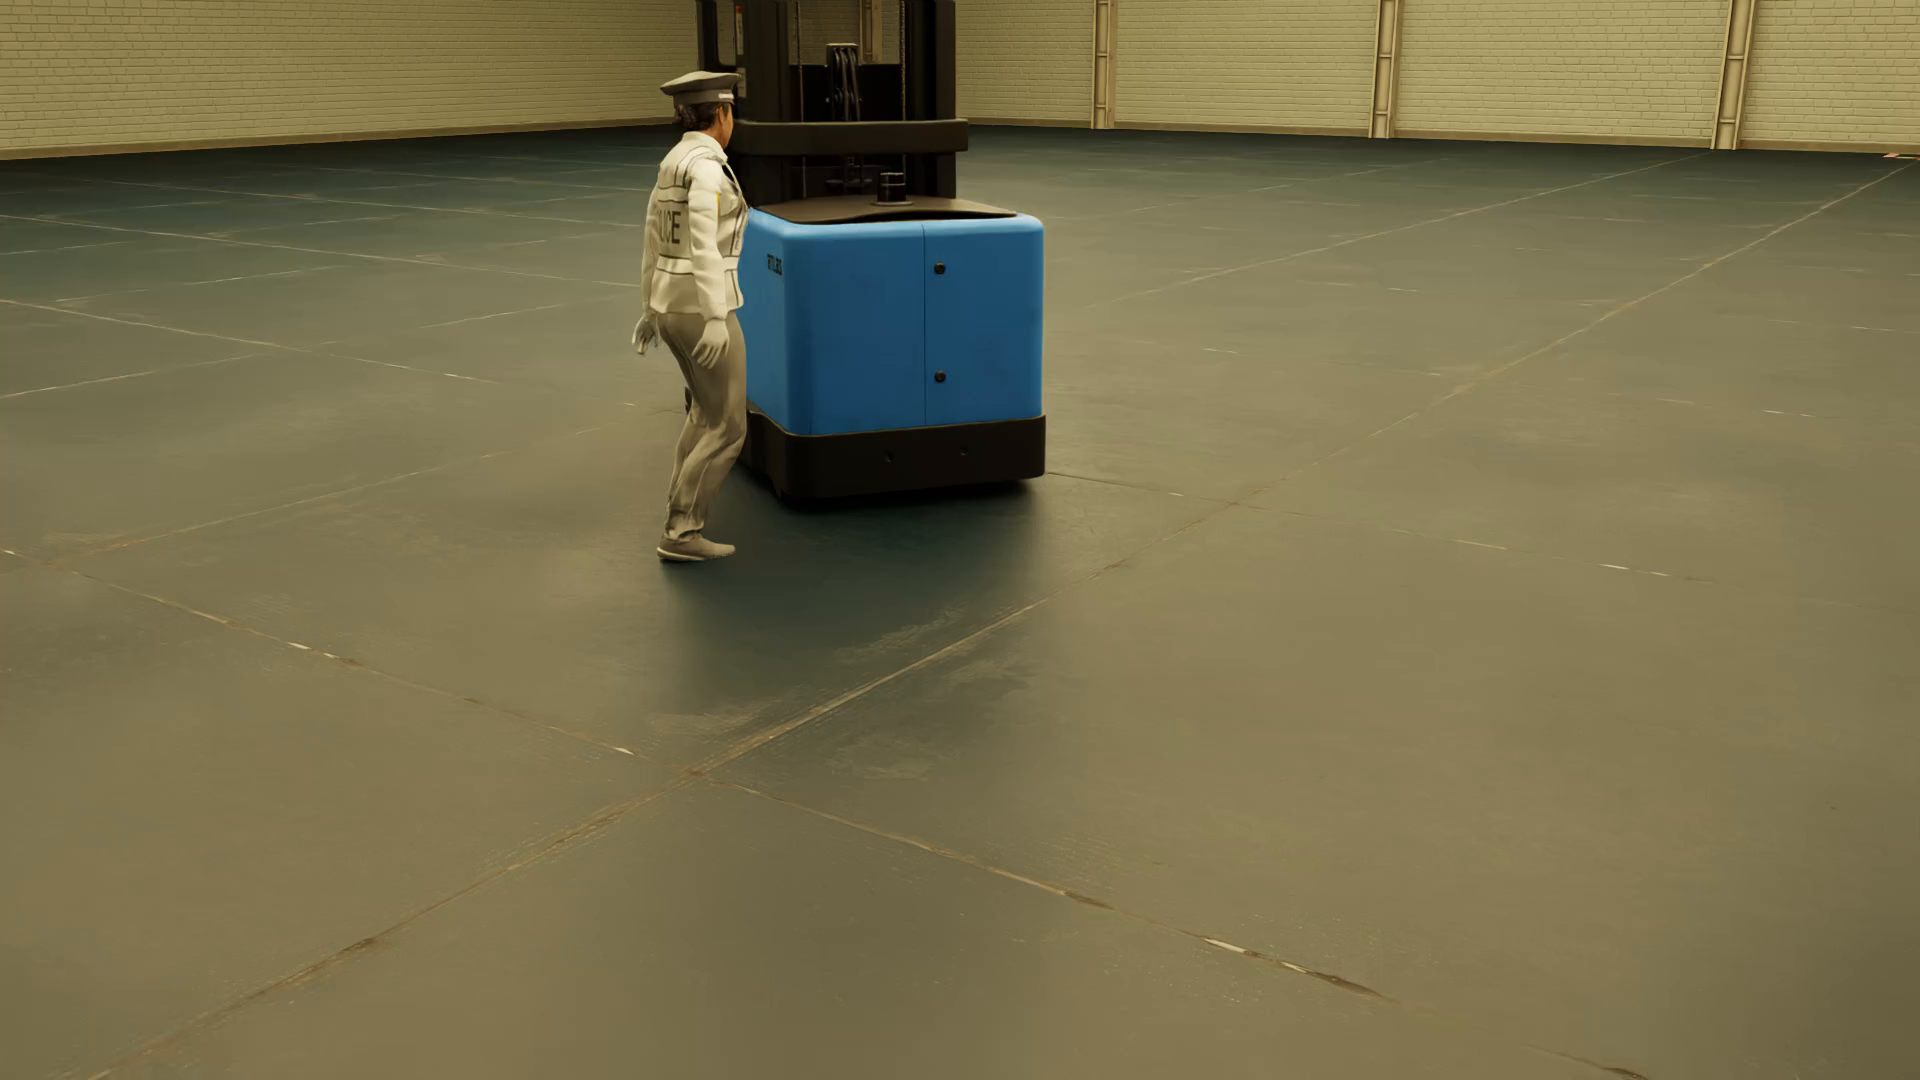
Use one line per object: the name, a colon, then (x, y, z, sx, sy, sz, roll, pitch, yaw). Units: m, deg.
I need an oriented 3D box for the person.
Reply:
person: (-0.907, -0.748, 5.684, 0.417, 1.639, 0.809, -8, 18, -24)

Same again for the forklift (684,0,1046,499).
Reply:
forklift: (-0.649, -1.939, 7.317, 1.130, 2.935, 3.031, -6, 18, -19)
